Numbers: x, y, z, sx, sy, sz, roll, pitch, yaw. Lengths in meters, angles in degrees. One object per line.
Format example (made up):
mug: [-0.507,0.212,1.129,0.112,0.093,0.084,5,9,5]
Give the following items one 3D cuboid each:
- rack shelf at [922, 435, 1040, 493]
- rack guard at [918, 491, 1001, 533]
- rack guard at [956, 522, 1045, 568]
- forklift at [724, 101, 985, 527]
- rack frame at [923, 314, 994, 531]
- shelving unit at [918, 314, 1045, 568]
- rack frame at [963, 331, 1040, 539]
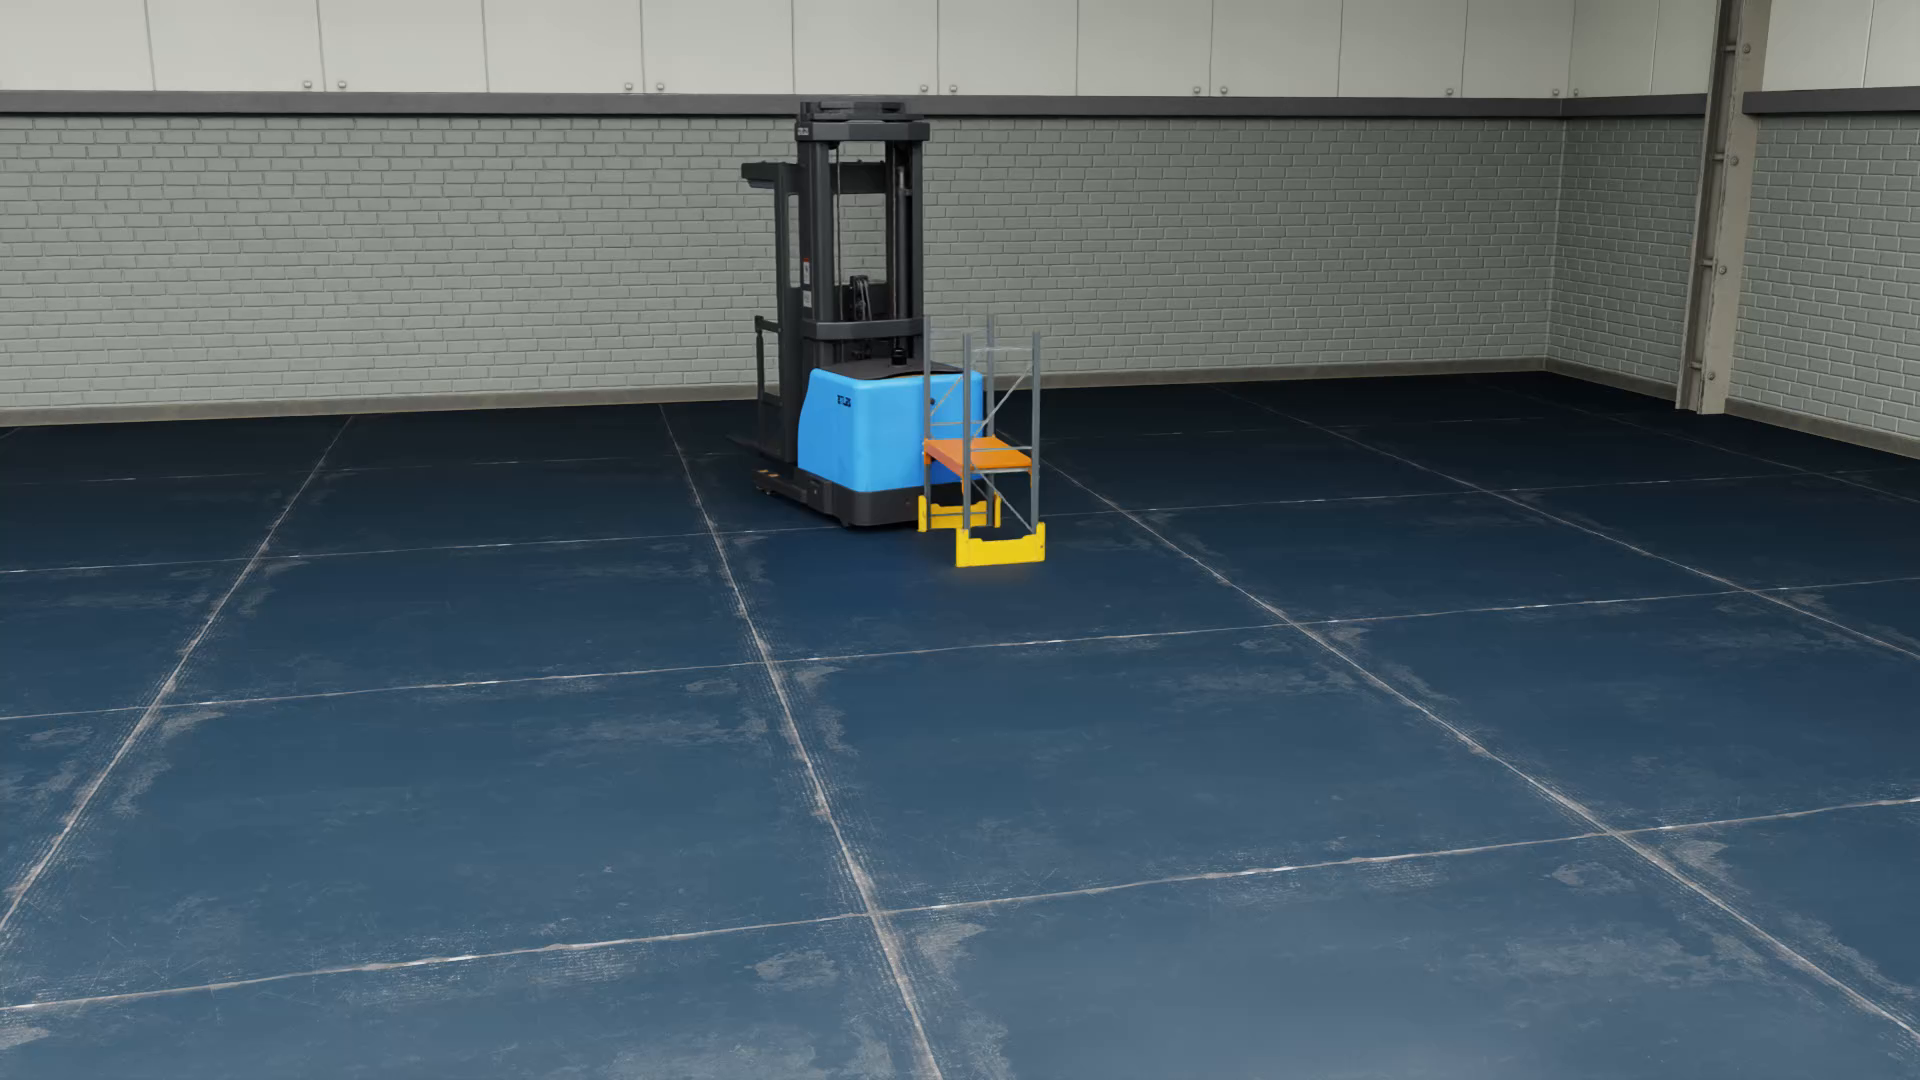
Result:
rack shelf: [0.128,-0.519,11.151,0.538,0.185,1.000,-4,14,-15]
rack guard: [-0.002,-0.199,11.714,0.587,0.250,0.087,-4,14,-15]
rack guard: [0.264,0.029,10.782,0.587,0.250,0.087,-4,14,-15]
forklift: [-0.973,-1.815,12.681,1.130,2.935,3.031,-7,16,-28]
rack frame: [-0.008,-0.810,11.584,0.500,1.500,0.032,-4,14,-15]
shelving unit: [0.131,-0.692,11.100,0.587,1.500,1.083,-4,14,-15]
rack frame: [0.264,-0.578,10.632,0.500,1.500,0.032,-4,14,-15]
